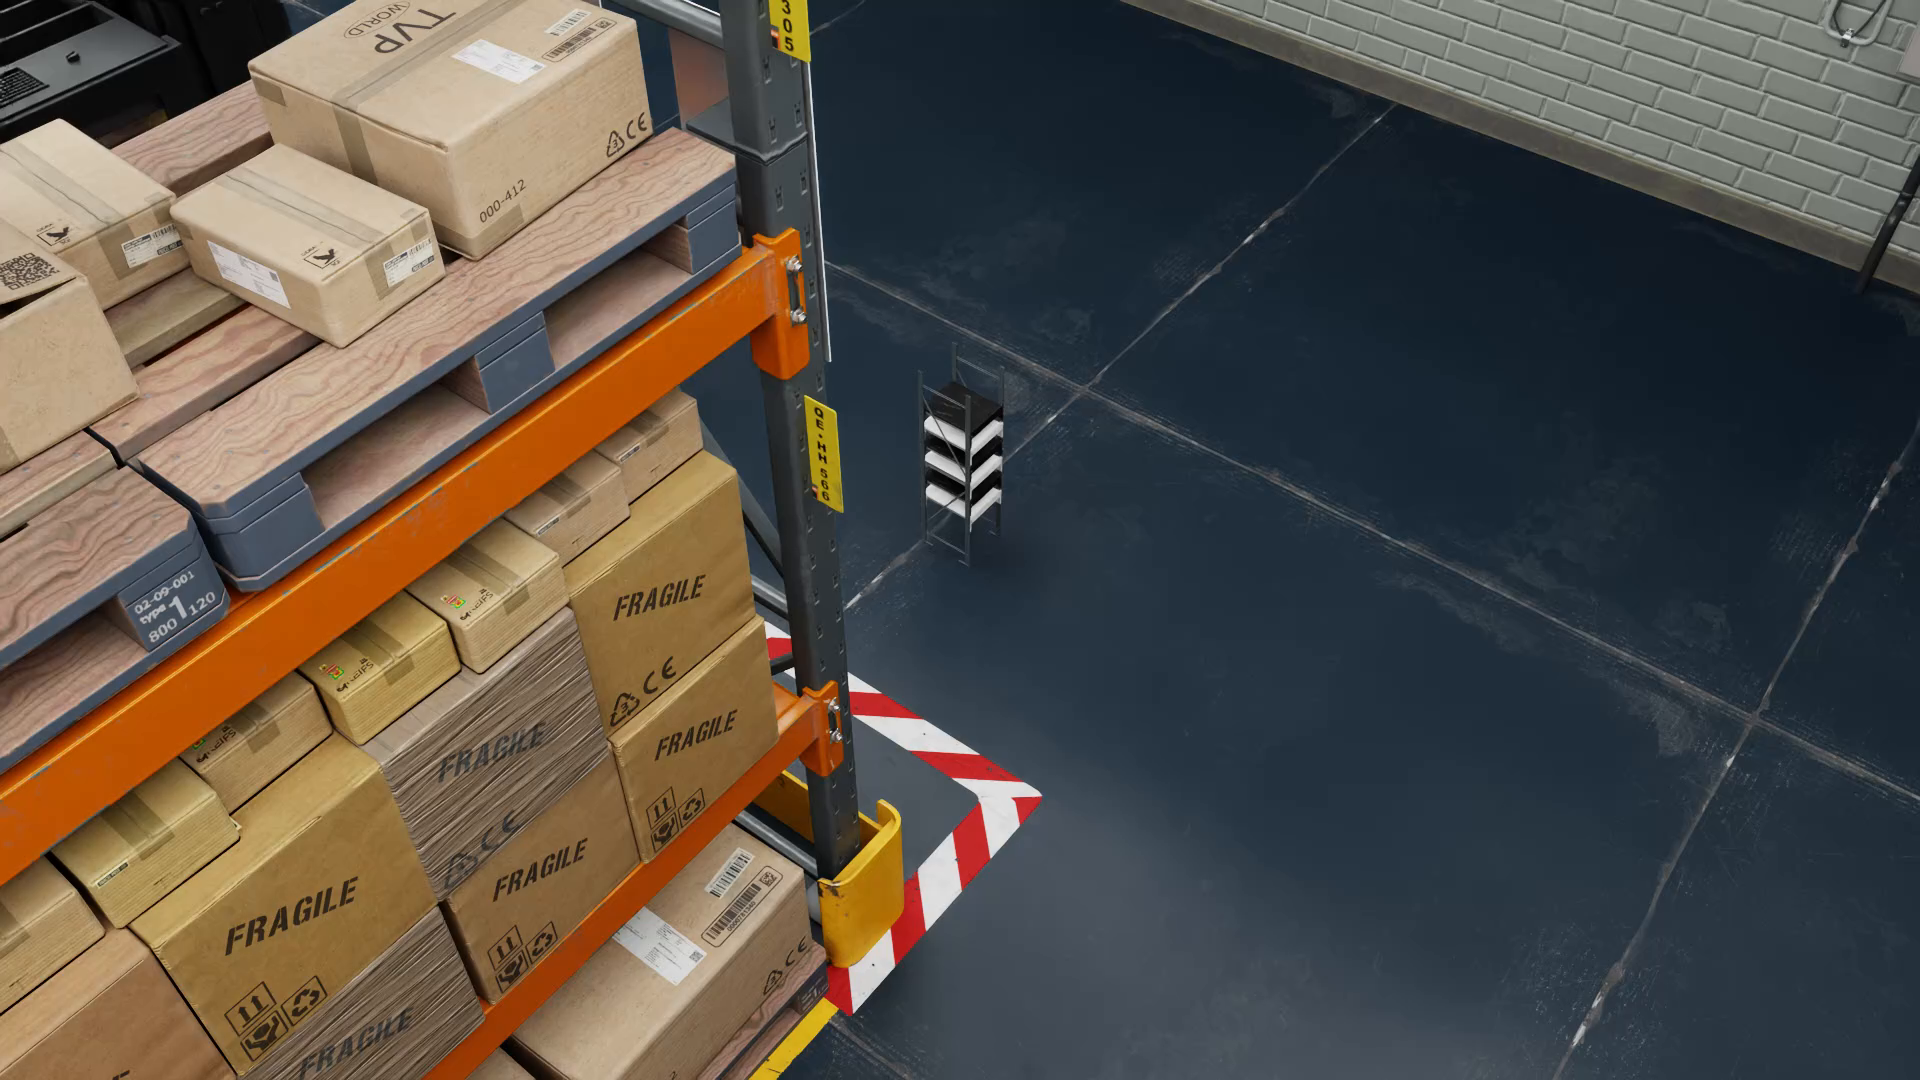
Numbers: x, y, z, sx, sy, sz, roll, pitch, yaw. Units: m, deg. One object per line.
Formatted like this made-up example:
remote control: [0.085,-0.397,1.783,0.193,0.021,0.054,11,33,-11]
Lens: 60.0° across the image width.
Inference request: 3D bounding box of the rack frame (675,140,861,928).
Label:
rack frame: [-0.742,0.035,4.642,1.000,3.000,0.127,29,53,25]

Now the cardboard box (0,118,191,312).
cardboard box: [-1.589,-0.573,2.962,0.380,0.149,0.250,31,54,26]

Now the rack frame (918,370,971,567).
rack frame: [-0.057,-0.257,6.373,0.240,0.900,0.006,29,53,25]

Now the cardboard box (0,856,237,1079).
cardboard box: [-1.758,0.917,3.039,0.500,0.500,0.500,29,53,25]

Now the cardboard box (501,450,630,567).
cardboard box: [-0.939,-0.119,3.580,0.380,0.149,0.250,30,53,26]

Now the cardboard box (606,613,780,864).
cardboard box: [-0.827,0.394,4.230,0.500,0.500,0.500,29,53,25]

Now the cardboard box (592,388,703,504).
cardboard box: [-0.803,-0.275,3.729,0.380,0.149,0.250,30,53,25]

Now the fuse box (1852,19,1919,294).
fuse box: [4.260,-1.744,7.233,0.539,1.711,0.414,29,53,25]

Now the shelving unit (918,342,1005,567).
shelving unit: [0.005,-0.315,6.429,0.258,0.900,0.210,29,53,25]

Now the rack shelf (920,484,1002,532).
rack shelf: [0.005,-0.168,6.583,0.258,0.077,0.200,29,53,25]

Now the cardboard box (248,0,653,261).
cardboard box: [-0.946,-0.831,3.139,0.500,0.250,0.500,25,51,22]

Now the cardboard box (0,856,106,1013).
cardboard box: [-1.715,0.621,2.873,0.380,0.149,0.250,31,54,26]

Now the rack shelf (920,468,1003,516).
rack shelf: [0.005,-0.230,6.518,0.258,0.077,0.200,29,53,25]

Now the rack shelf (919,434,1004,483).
rack shelf: [0.005,-0.355,6.388,0.258,0.077,0.200,29,53,25]

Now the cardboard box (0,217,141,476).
cardboard box: [-1.696,-0.315,2.604,0.500,0.311,0.500,30,53,26]

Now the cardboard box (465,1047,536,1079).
cardboard box: [-1.619,1.725,4.510,0.875,0.438,0.875,31,54,26]

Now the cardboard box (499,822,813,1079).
cardboard box: [-1.066,1.197,5.013,0.875,0.438,0.875,27,52,24]

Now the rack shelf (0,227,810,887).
rack shelf: [-1.965,0.392,2.724,1.077,0.370,4.000,29,53,25]

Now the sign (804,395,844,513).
sign: [-0.321,-0.199,3.901,0.100,0.325,0.005,29,53,25]

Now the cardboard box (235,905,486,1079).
cardboard box: [-1.453,0.973,3.677,0.500,0.500,0.500,31,54,26]

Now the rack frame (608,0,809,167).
rack frame: [-0.742,-2.037,2.473,1.000,3.000,0.127,29,53,25]

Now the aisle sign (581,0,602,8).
aisle sign: [-0.927,-1.032,3.864,0.394,0.787,0.004,29,53,25]

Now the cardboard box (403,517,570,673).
cardboard box: [-1.030,0.066,3.403,0.380,0.149,0.250,29,53,25]

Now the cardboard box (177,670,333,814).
cardboard box: [-1.433,0.310,3.170,0.380,0.149,0.250,29,53,25]

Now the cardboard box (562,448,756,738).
cardboard box: [-0.848,0.036,3.880,0.500,0.500,0.500,31,54,26]

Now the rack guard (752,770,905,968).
rack guard: [-0.727,0.885,5.559,1.175,0.500,0.348,29,53,25]

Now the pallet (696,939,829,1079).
pallet: [-1.169,1.491,5.180,1.003,0.211,1.213,29,53,25]

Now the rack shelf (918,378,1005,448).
rack shelf: [0.005,-0.479,6.258,0.258,0.077,0.200,29,53,25]

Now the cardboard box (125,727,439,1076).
cardboard box: [-1.449,0.630,3.313,0.500,0.500,0.500,29,53,25]

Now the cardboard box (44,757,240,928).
cardboard box: [-1.539,0.480,3.008,0.380,0.149,0.250,30,53,26]

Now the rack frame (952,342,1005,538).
rack frame: [0.067,-0.374,6.485,0.240,0.900,0.006,29,53,25]

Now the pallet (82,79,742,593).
pallet: [-1.187,-0.541,3.179,1.003,0.211,1.213,29,53,25]

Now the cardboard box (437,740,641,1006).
cardboard box: [-1.146,0.674,3.962,0.500,0.500,0.500,28,52,24]

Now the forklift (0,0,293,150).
forklift: [-2.781,-0.748,5.438,1.130,2.935,3.031,30,53,26]

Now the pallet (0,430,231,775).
pallet: [-1.933,0.160,2.510,1.003,0.211,1.213,29,53,25]

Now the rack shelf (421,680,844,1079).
rack shelf: [-1.965,1.428,3.809,1.077,0.370,4.000,29,53,25]

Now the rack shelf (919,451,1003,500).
rack shelf: [0.005,-0.292,6.453,0.258,0.077,0.200,29,53,25]

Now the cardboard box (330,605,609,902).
cardboard box: [-1.144,0.349,3.582,0.500,0.500,0.500,29,53,25]

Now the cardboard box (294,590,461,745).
cardboard box: [-1.217,0.192,3.283,0.380,0.149,0.250,30,53,26]

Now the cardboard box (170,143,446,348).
cardboard box: [-1.139,-0.521,2.913,0.380,0.149,0.250,25,51,22]

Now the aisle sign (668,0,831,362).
aisle sign: [-0.452,-0.767,3.610,0.394,0.787,0.004,29,53,25]

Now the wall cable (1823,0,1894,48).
wall cable: [3.817,-2.932,6.774,0.588,1.984,0.122,29,53,25]

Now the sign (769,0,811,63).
sign: [-0.321,-1.031,3.029,0.100,0.325,0.005,29,53,25]

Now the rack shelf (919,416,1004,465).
rack shelf: [0.005,-0.417,6.323,0.258,0.077,0.200,29,53,25]
